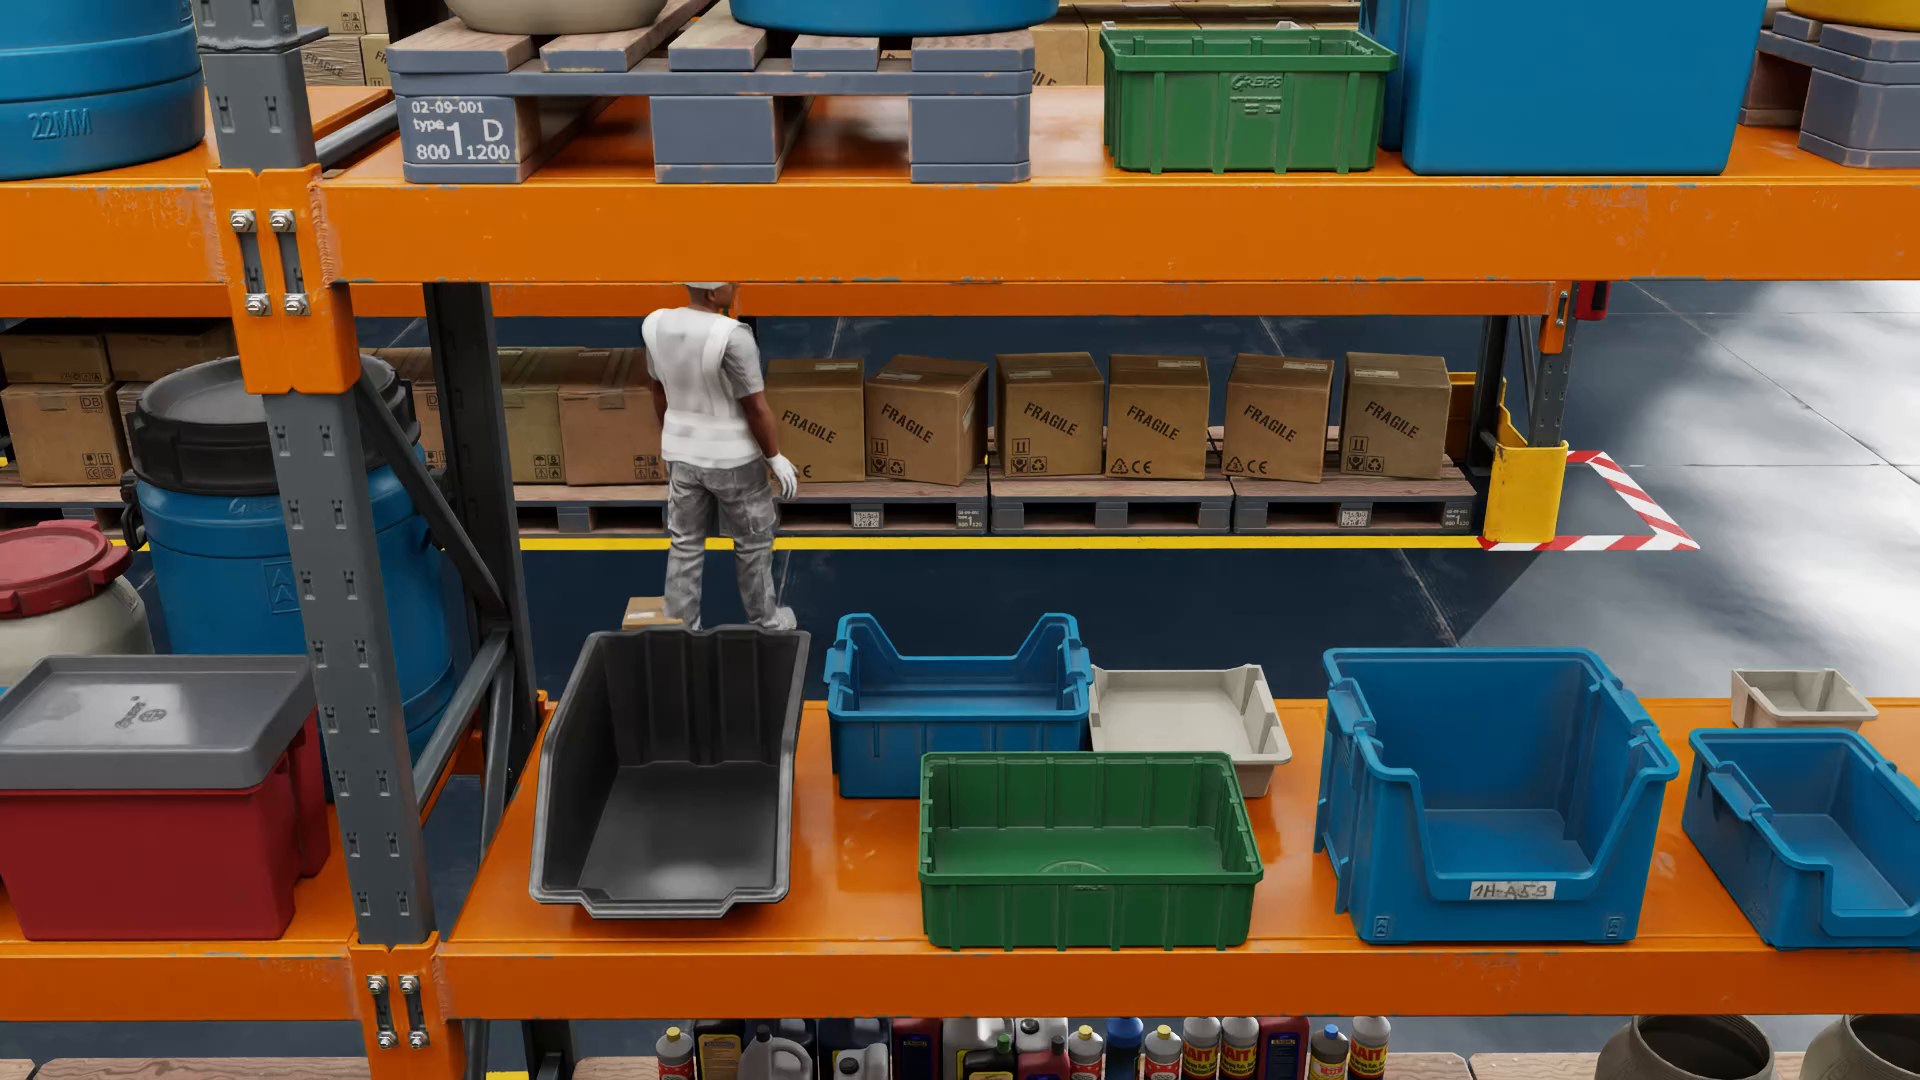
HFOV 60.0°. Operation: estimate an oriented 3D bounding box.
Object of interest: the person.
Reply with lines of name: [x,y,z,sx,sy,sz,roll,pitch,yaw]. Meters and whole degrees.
person: [-0.949,-0.357,6.816,0.646,1.783,0.574,12,27,25]
